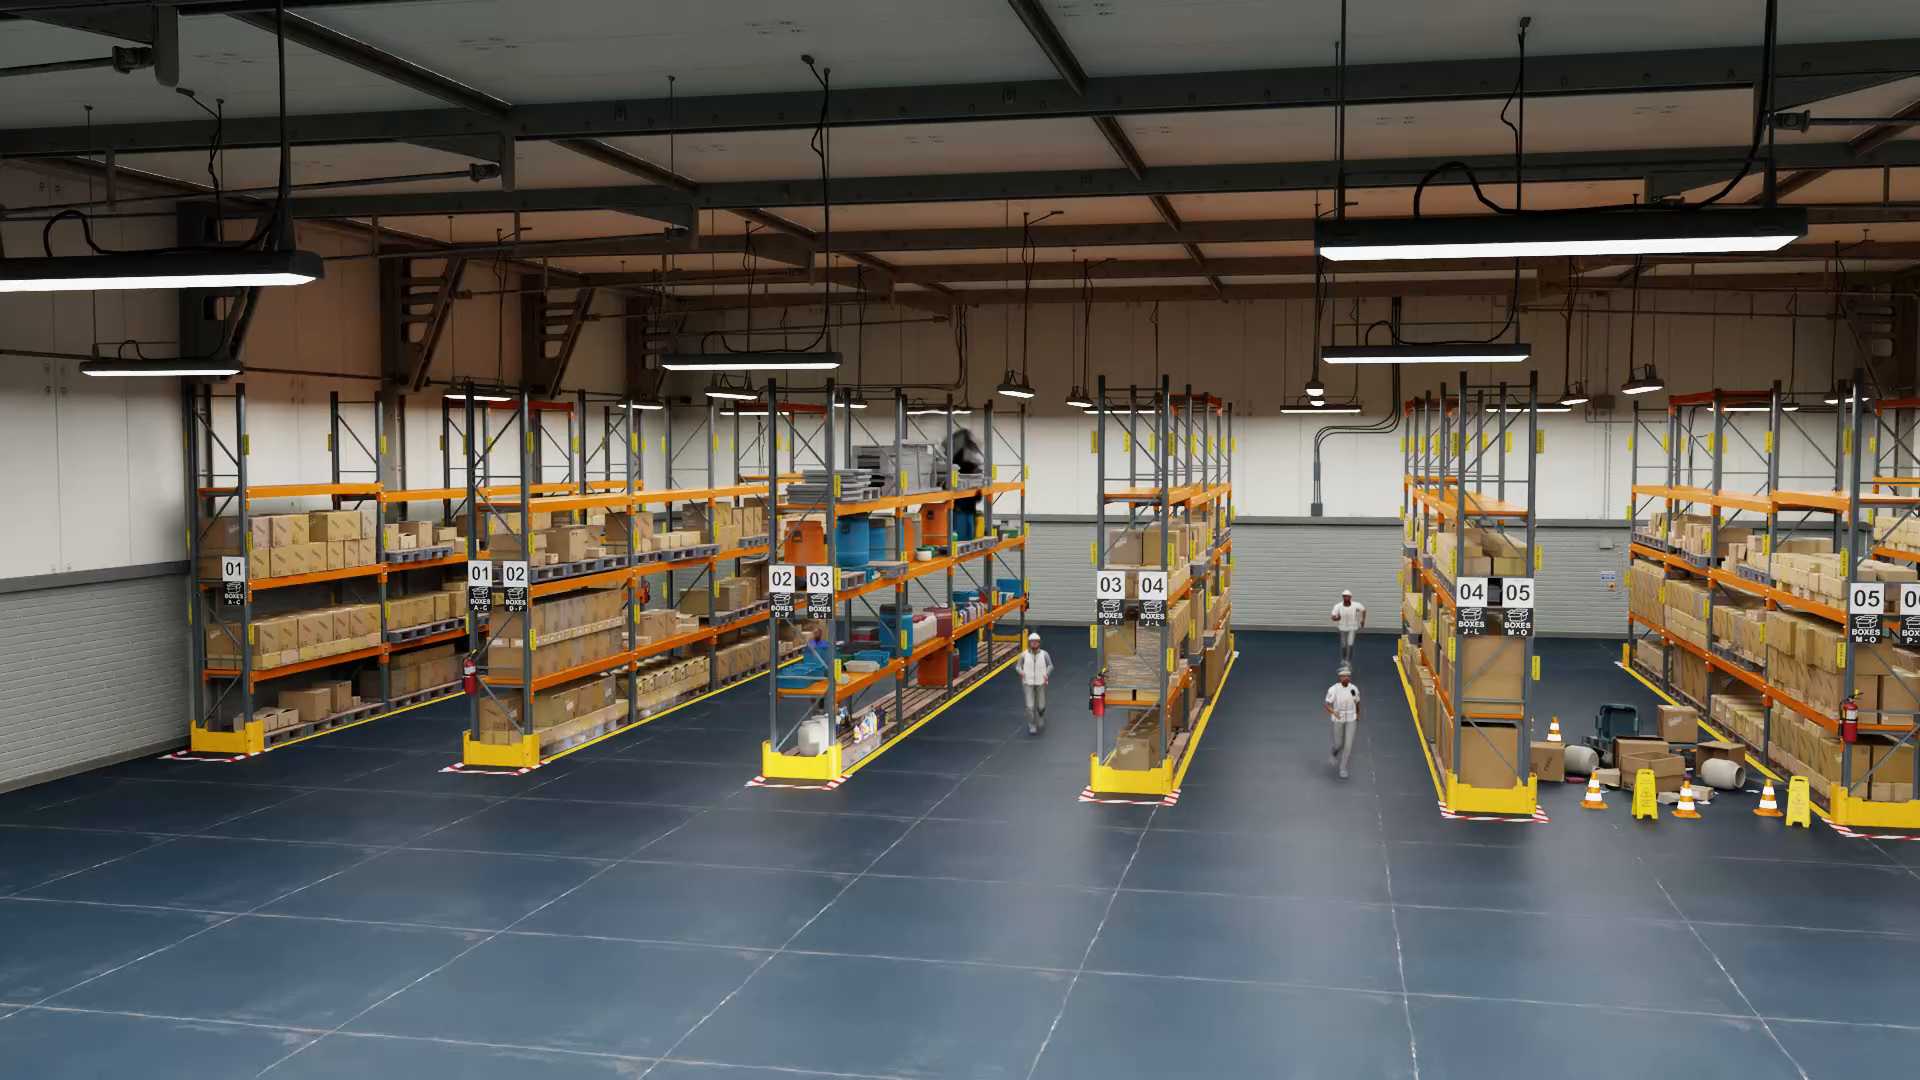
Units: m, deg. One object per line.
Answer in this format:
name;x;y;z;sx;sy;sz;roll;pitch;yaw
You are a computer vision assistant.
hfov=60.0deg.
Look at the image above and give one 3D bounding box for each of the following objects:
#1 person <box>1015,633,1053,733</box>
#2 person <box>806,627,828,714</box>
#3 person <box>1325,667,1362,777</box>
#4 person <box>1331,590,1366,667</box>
person;1.293;2.486;28.899;0.656;1.722;0.603;0;3;1
person;-2.637;2.423;30.707;0.628;1.621;0.536;1;3;16
person;5.817;2.731;25.201;0.572;1.659;0.617;0;3;0
person;8.621;2.009;36.935;0.712;1.806;0.946;1;4;23
